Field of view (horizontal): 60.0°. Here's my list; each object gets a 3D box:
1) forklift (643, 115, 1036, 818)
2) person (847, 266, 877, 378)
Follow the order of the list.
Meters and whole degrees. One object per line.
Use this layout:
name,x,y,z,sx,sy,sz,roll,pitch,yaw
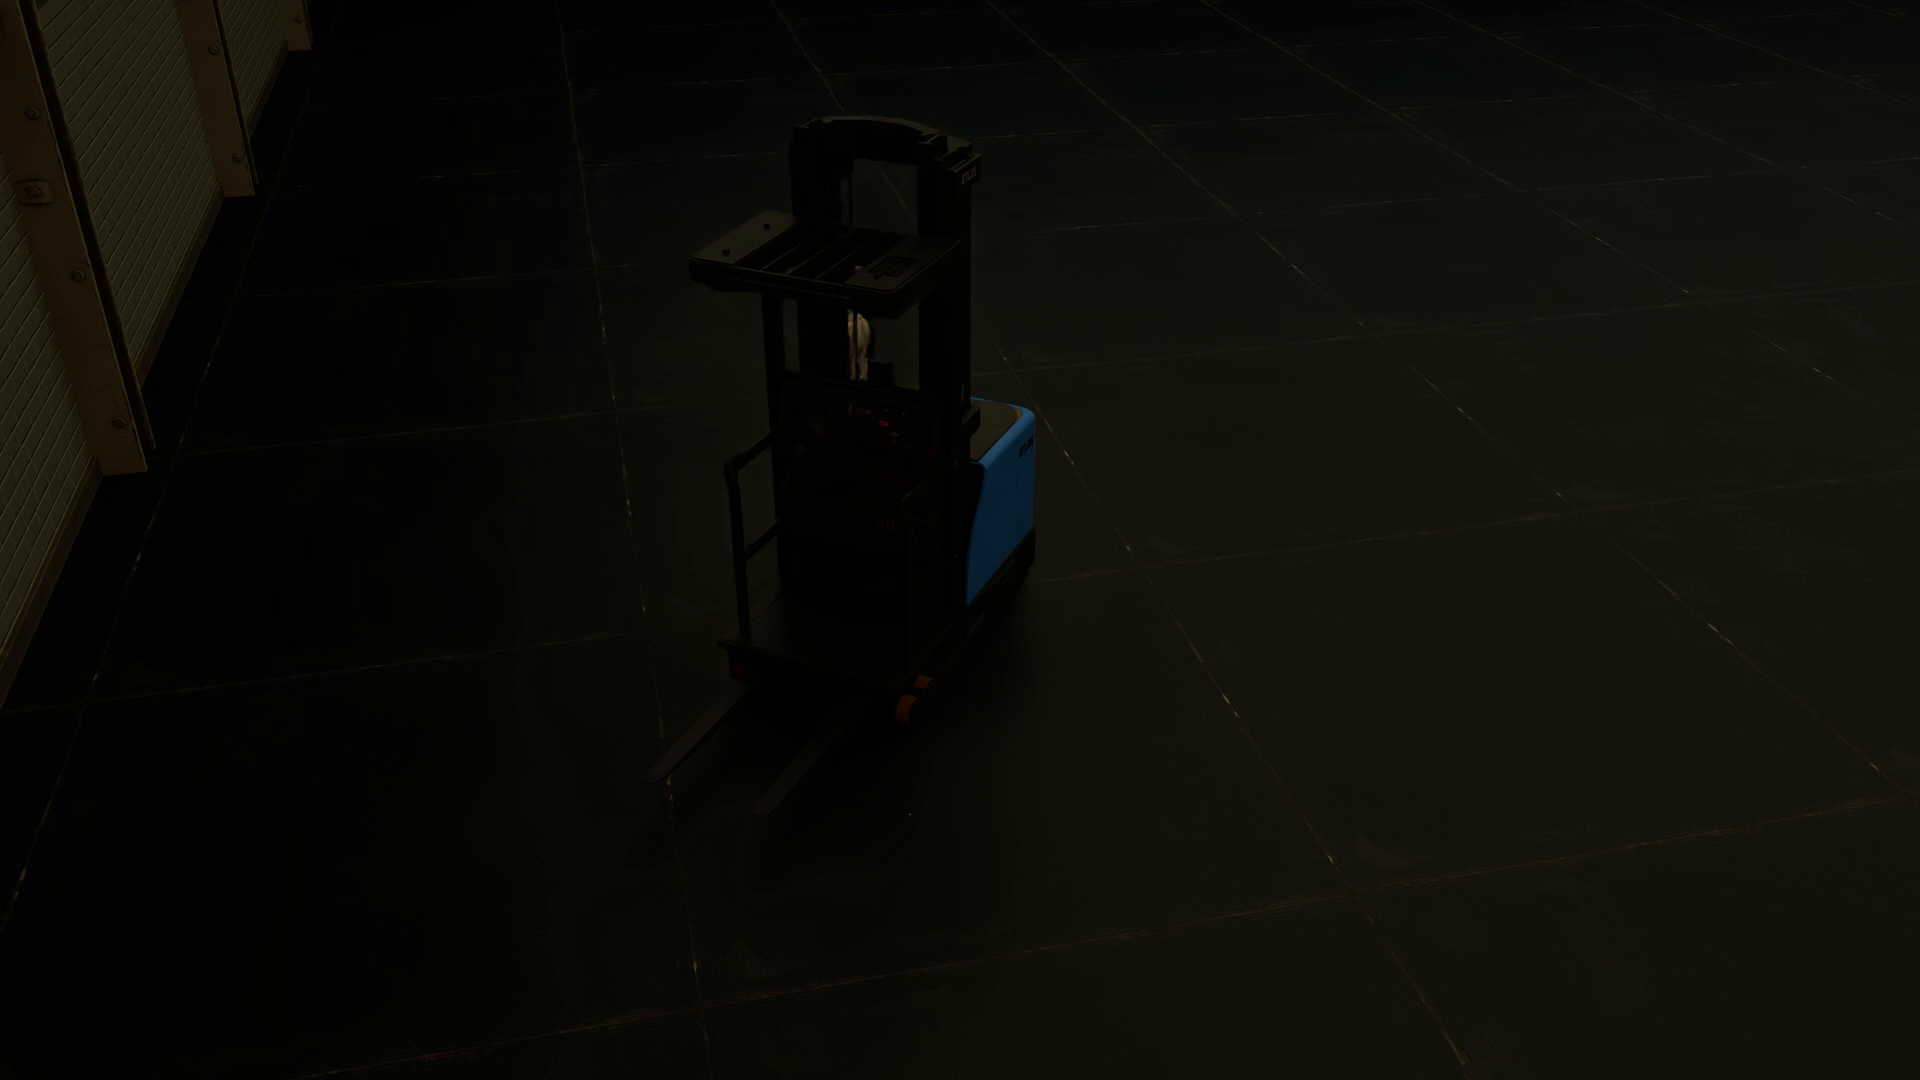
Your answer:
forklift,-0.610,-0.532,8.493,1.130,2.935,3.031,13,32,21
person,-0.706,-1.012,10.620,0.367,1.637,0.715,12,32,19
